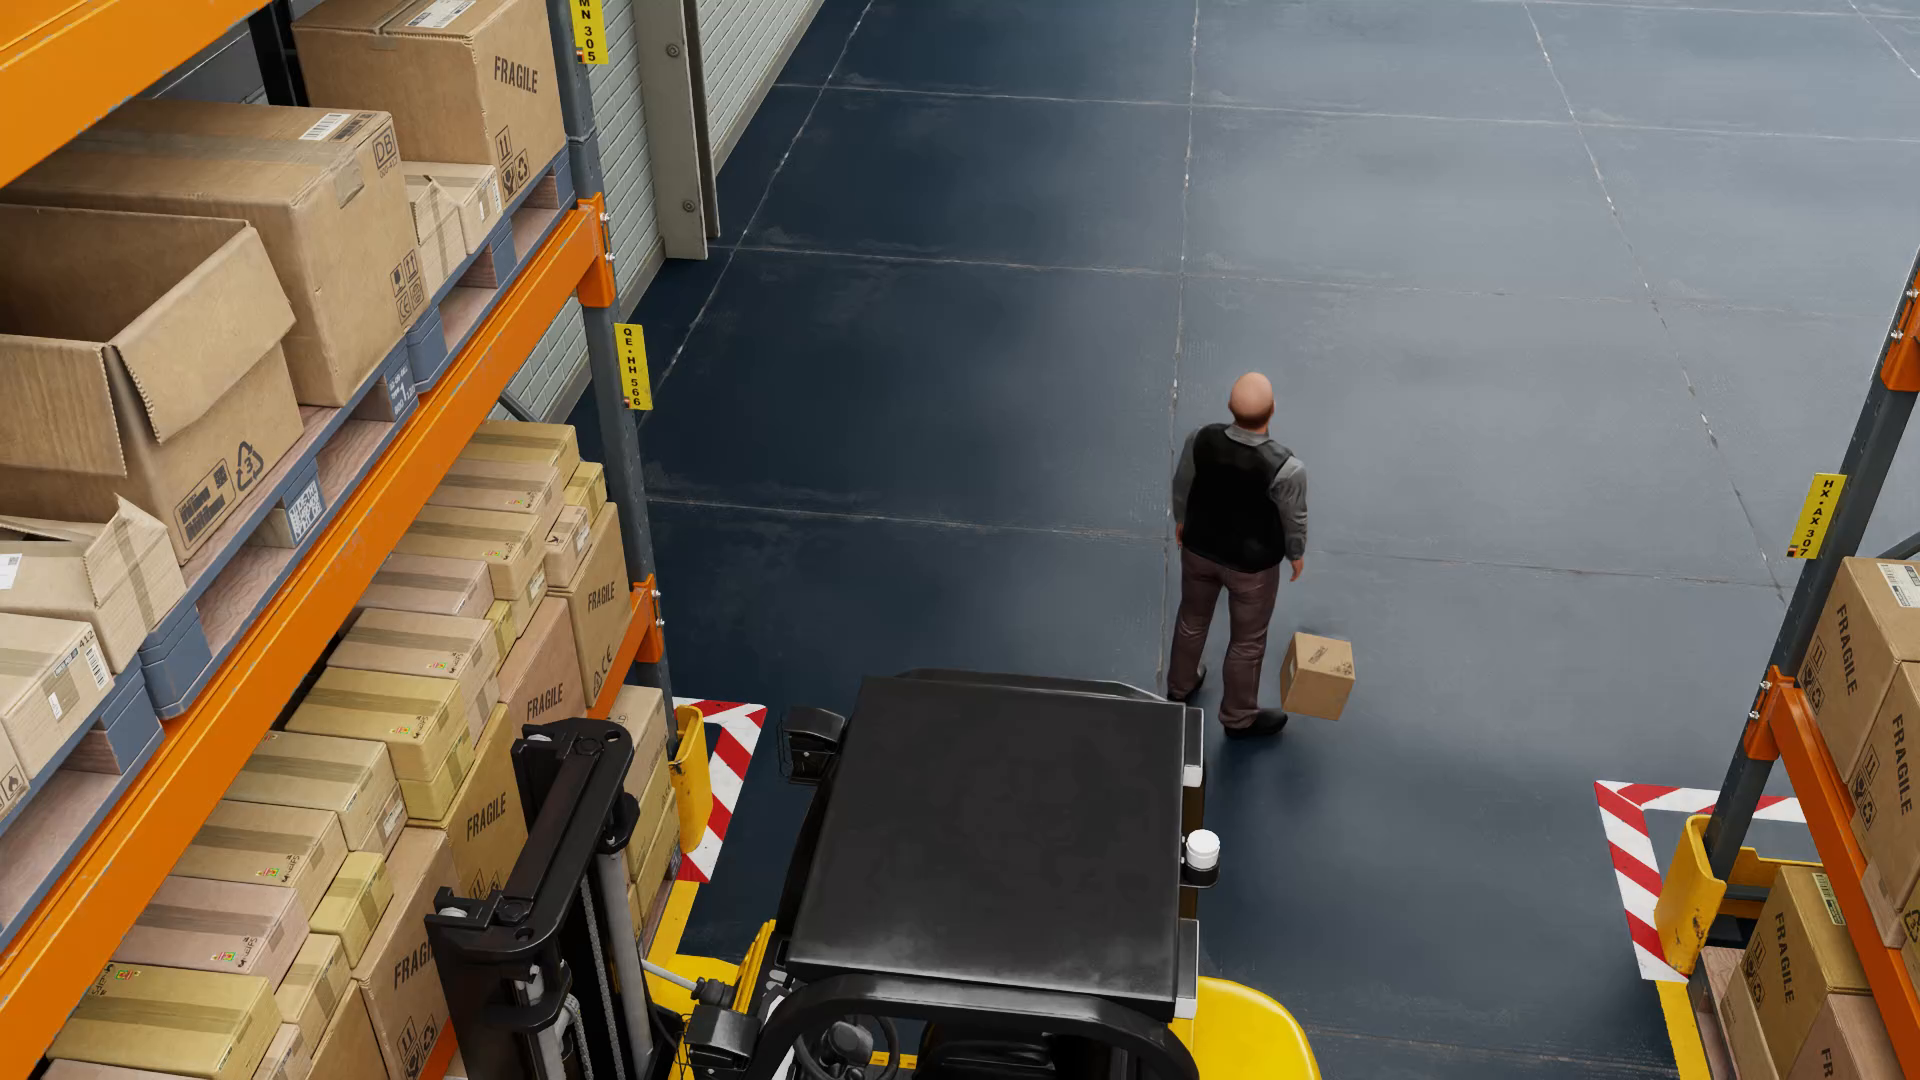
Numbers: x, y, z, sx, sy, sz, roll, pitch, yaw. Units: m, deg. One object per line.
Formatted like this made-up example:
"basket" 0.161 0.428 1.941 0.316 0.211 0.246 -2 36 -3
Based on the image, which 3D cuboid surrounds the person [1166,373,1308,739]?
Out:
"person" 1.154 0.052 6.946 0.607 1.728 0.383 23 42 29
